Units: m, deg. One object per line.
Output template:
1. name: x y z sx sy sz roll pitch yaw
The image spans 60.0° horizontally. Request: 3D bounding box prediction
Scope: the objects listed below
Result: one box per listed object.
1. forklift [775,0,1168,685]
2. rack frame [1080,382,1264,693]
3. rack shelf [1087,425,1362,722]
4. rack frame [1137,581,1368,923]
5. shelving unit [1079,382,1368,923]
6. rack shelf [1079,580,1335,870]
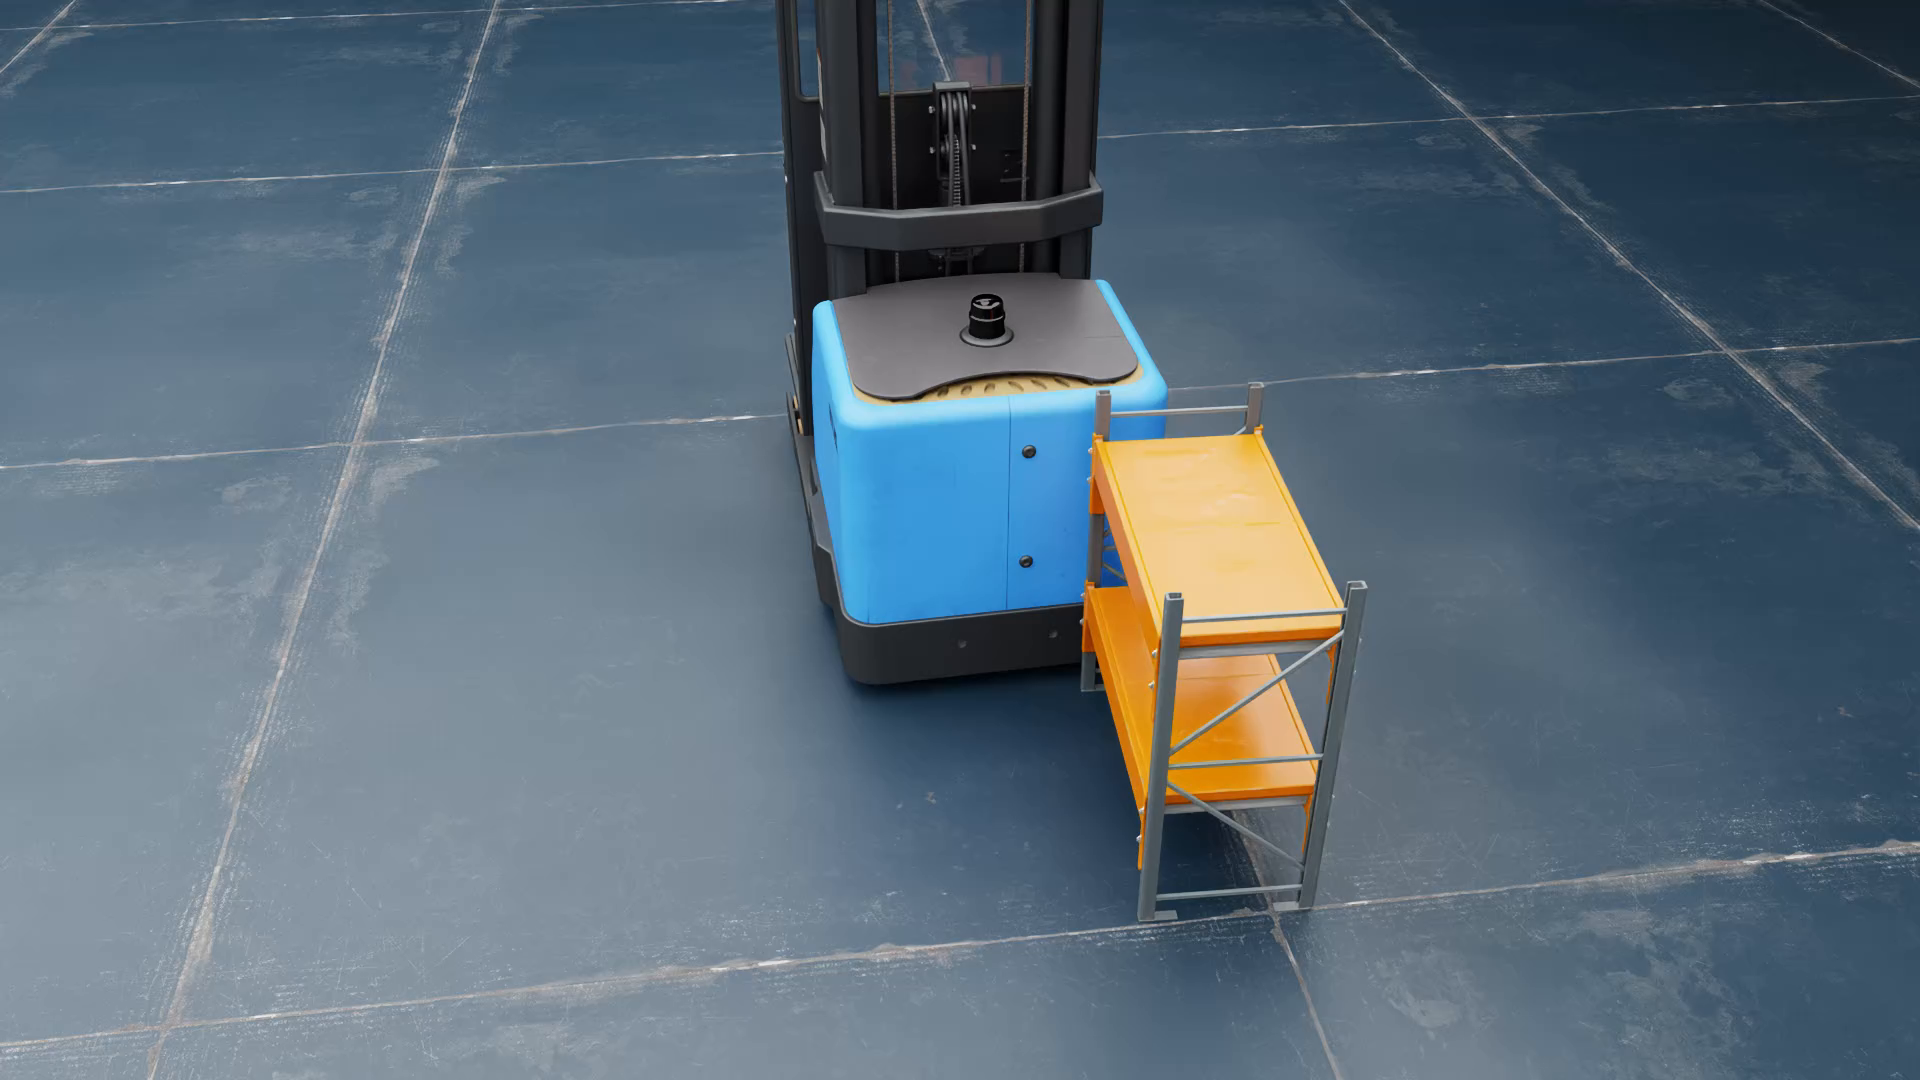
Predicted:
1. forklift: -0.108 -1.560 5.936 1.130 2.935 3.031 -6 35 -8
2. rack frame: 0.650 0.018 5.225 0.500 1.125 0.032 -3 34 -5
3. rack shelf: 0.700 0.061 4.642 0.538 0.278 1.000 -3 34 -5
4. rack frame: 0.750 0.588 4.389 0.500 1.125 0.032 -3 34 -5
5. shelving unit: 0.700 0.303 4.807 0.538 1.125 1.048 -3 34 -5
6. rack shelf: 0.700 0.505 4.944 0.538 0.278 1.000 -3 34 -5
